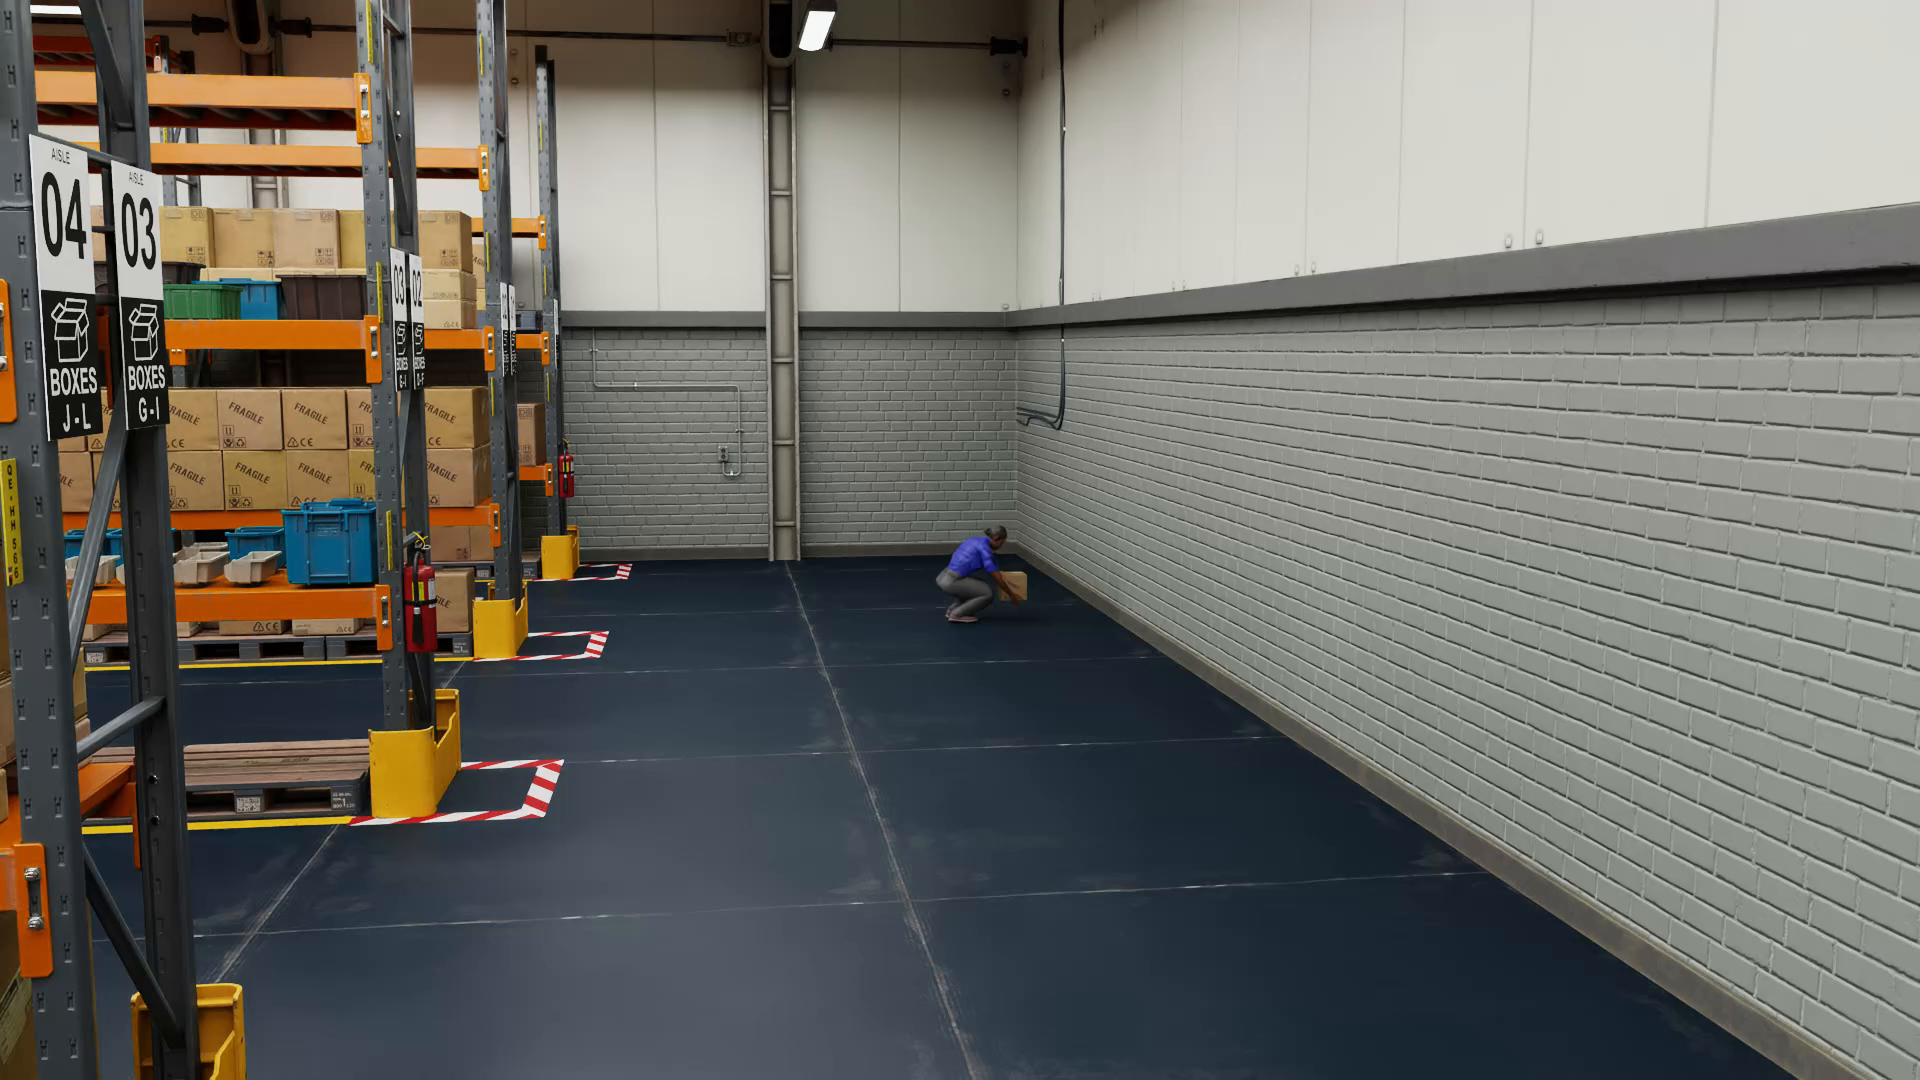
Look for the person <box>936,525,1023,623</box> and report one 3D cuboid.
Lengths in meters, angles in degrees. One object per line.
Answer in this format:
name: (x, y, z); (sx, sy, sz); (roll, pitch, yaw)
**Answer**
person: (0.183, 0.328, 16.251); (0.839, 0.934, 0.471); (-1, 7, -10)
